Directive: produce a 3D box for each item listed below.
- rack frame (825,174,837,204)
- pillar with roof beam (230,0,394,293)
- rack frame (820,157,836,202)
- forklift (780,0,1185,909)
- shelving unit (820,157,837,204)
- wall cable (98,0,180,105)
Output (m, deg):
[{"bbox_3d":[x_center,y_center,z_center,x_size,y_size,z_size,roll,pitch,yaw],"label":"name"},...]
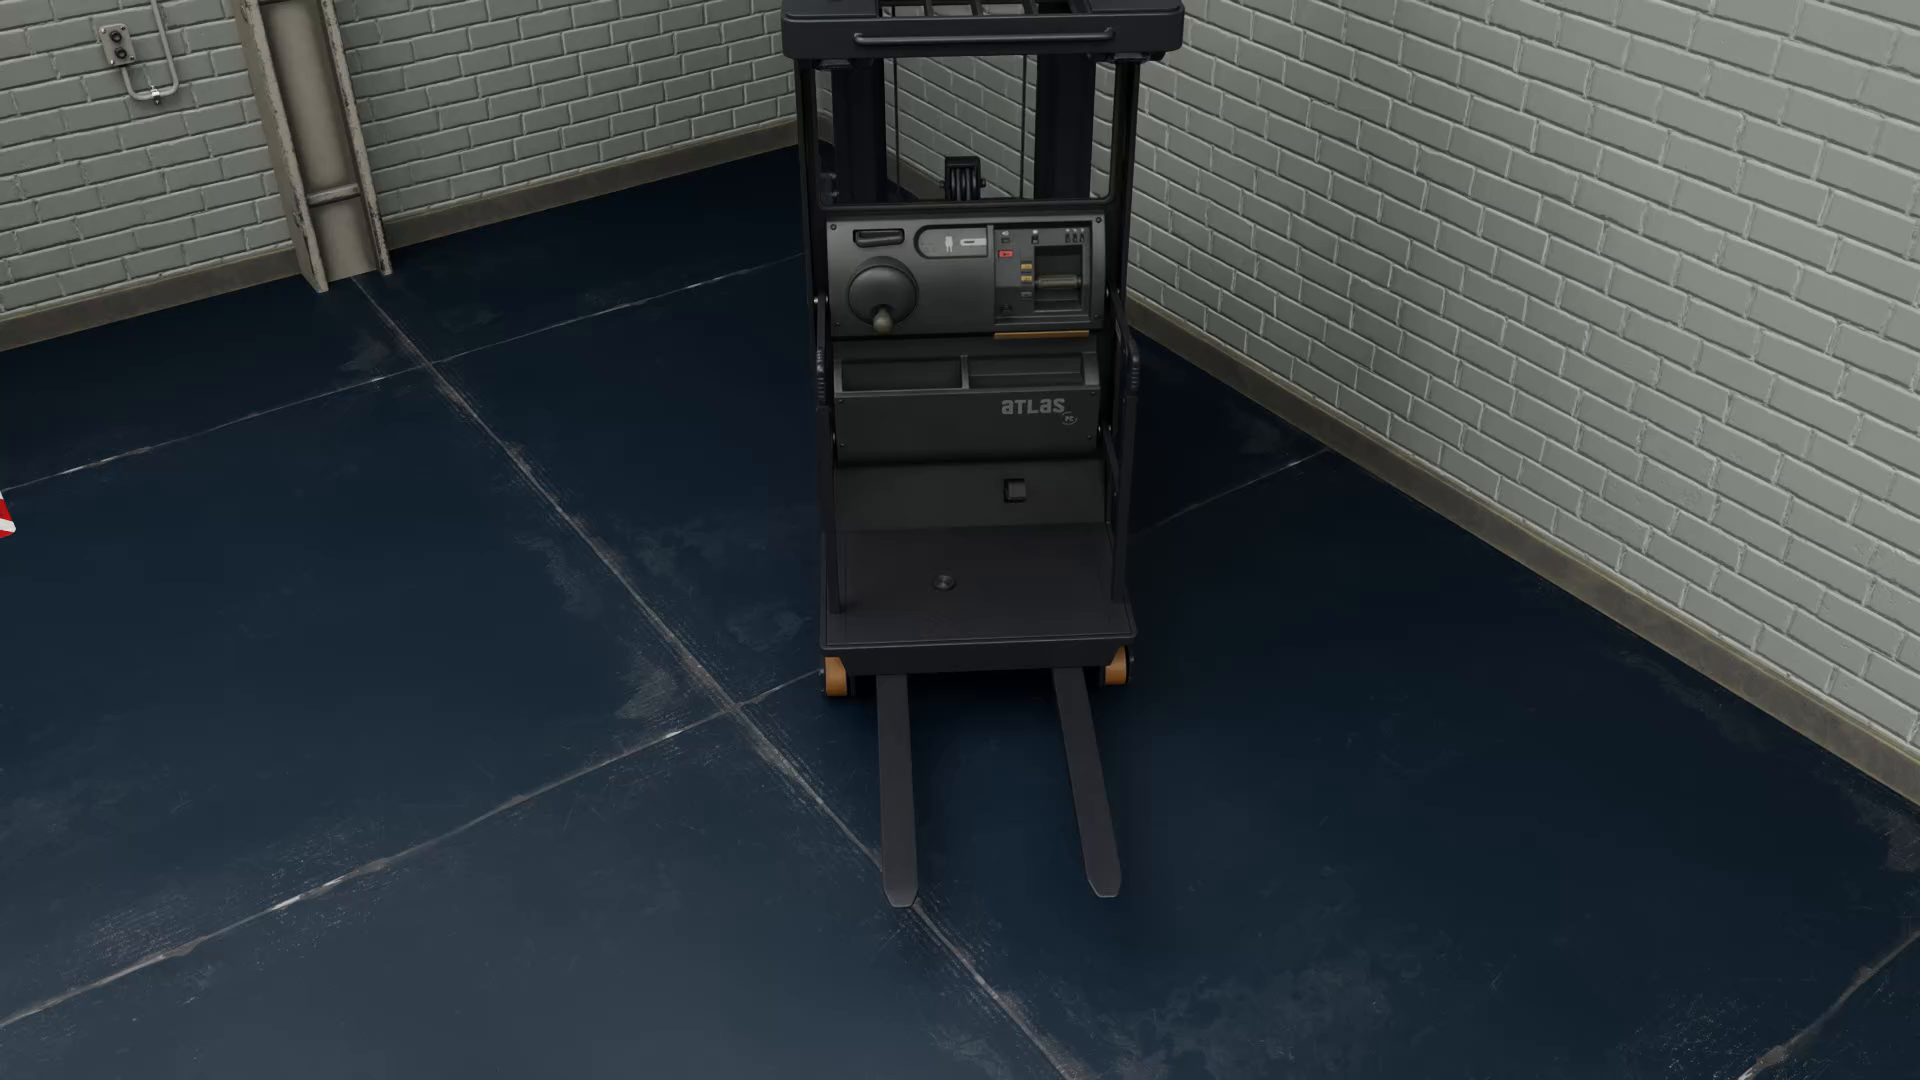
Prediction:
[{"bbox_3d":[-0.431,-1.013,7.131,0.240,1.200,0.006,-8,37,-11],"label":"rack frame"},{"bbox_3d":[-0.730,-3.002,3.217,0.400,9.000,9.100,-22,41,-28],"label":"pillar with roof beam"},{"bbox_3d":[-0.476,-1.117,7.275,0.240,1.200,0.006,-8,37,-11],"label":"rack frame"},{"bbox_3d":[0.039,-0.827,5.390,1.130,2.935,3.031,-2,36,-3],"label":"forklift"},{"bbox_3d":[-0.454,-1.065,7.203,0.258,1.200,0.189,-8,37,-11],"label":"shelving unit"},{"bbox_3d":[-4.416,-2.595,6.919,1.851,1.984,0.084,-22,41,-28],"label":"wall cable"}]
